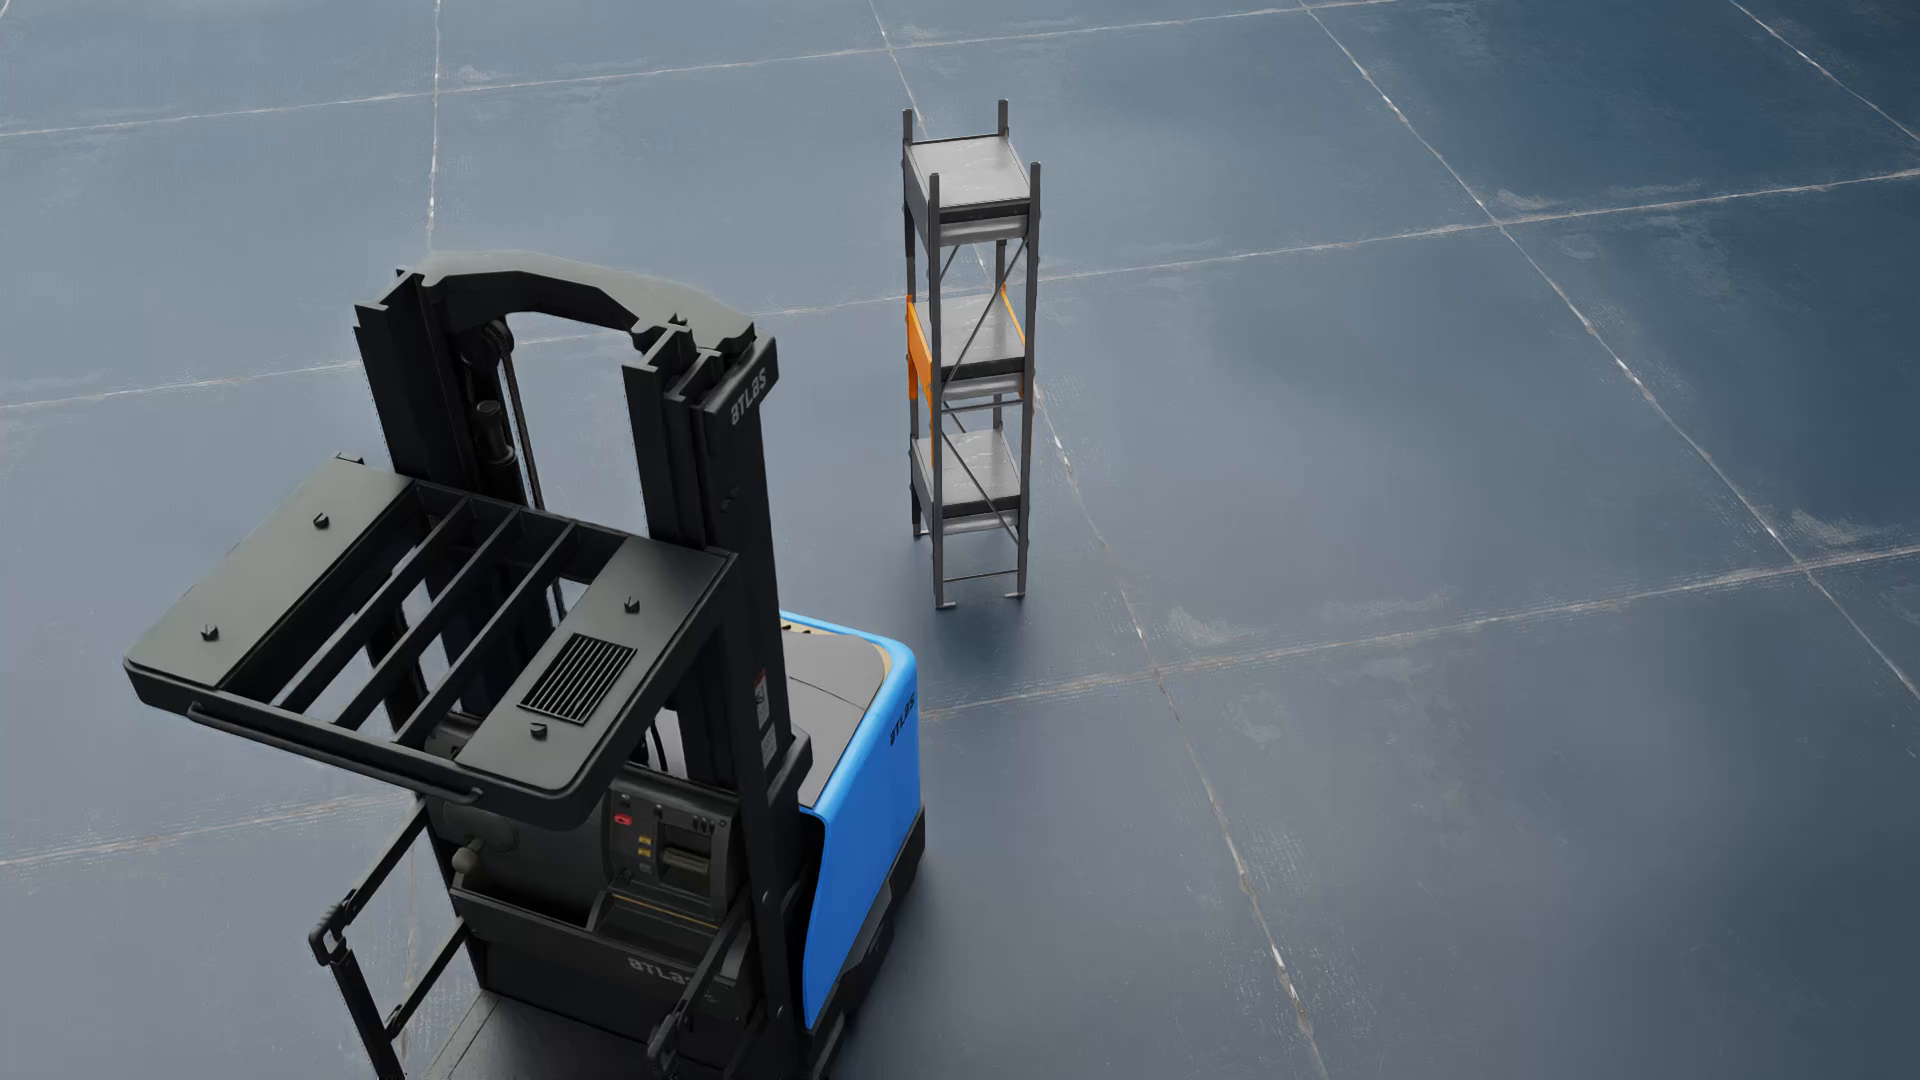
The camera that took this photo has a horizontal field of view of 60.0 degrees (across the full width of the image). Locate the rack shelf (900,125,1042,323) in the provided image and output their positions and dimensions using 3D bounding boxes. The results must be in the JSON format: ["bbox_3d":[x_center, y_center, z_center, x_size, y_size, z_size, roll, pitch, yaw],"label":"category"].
[{"bbox_3d":[0.036,-1.191,6.258,0.431,0.518,0.480,-8,42,-9],"label":"rack shelf"}]

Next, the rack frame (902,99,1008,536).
[{"bbox_3d":[-0.017,-0.836,6.892,0.400,2.100,0.015,-8,42,-9],"label":"rack frame"}]

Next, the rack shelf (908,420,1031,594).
[{"bbox_3d":[0.036,-0.144,7.188,0.431,0.518,0.480,-8,42,-9],"label":"rack shelf"}]

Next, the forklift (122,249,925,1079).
[{"bbox_3d":[-1.112,0.864,4.350,1.130,2.935,3.031,14,43,15],"label":"forklift"}]

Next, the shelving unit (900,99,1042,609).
[{"bbox_3d":[0.036,-0.678,6.714,0.431,2.100,0.503,-8,42,-9],"label":"shelving unit"}]

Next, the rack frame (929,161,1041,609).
[{"bbox_3d":[0.088,-0.520,6.536,0.400,2.100,0.015,-8,42,-9],"label":"rack frame"}]

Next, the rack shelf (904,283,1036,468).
[{"bbox_3d":[0.036,-0.668,6.723,0.431,0.518,0.480,-8,42,-9],"label":"rack shelf"}]
